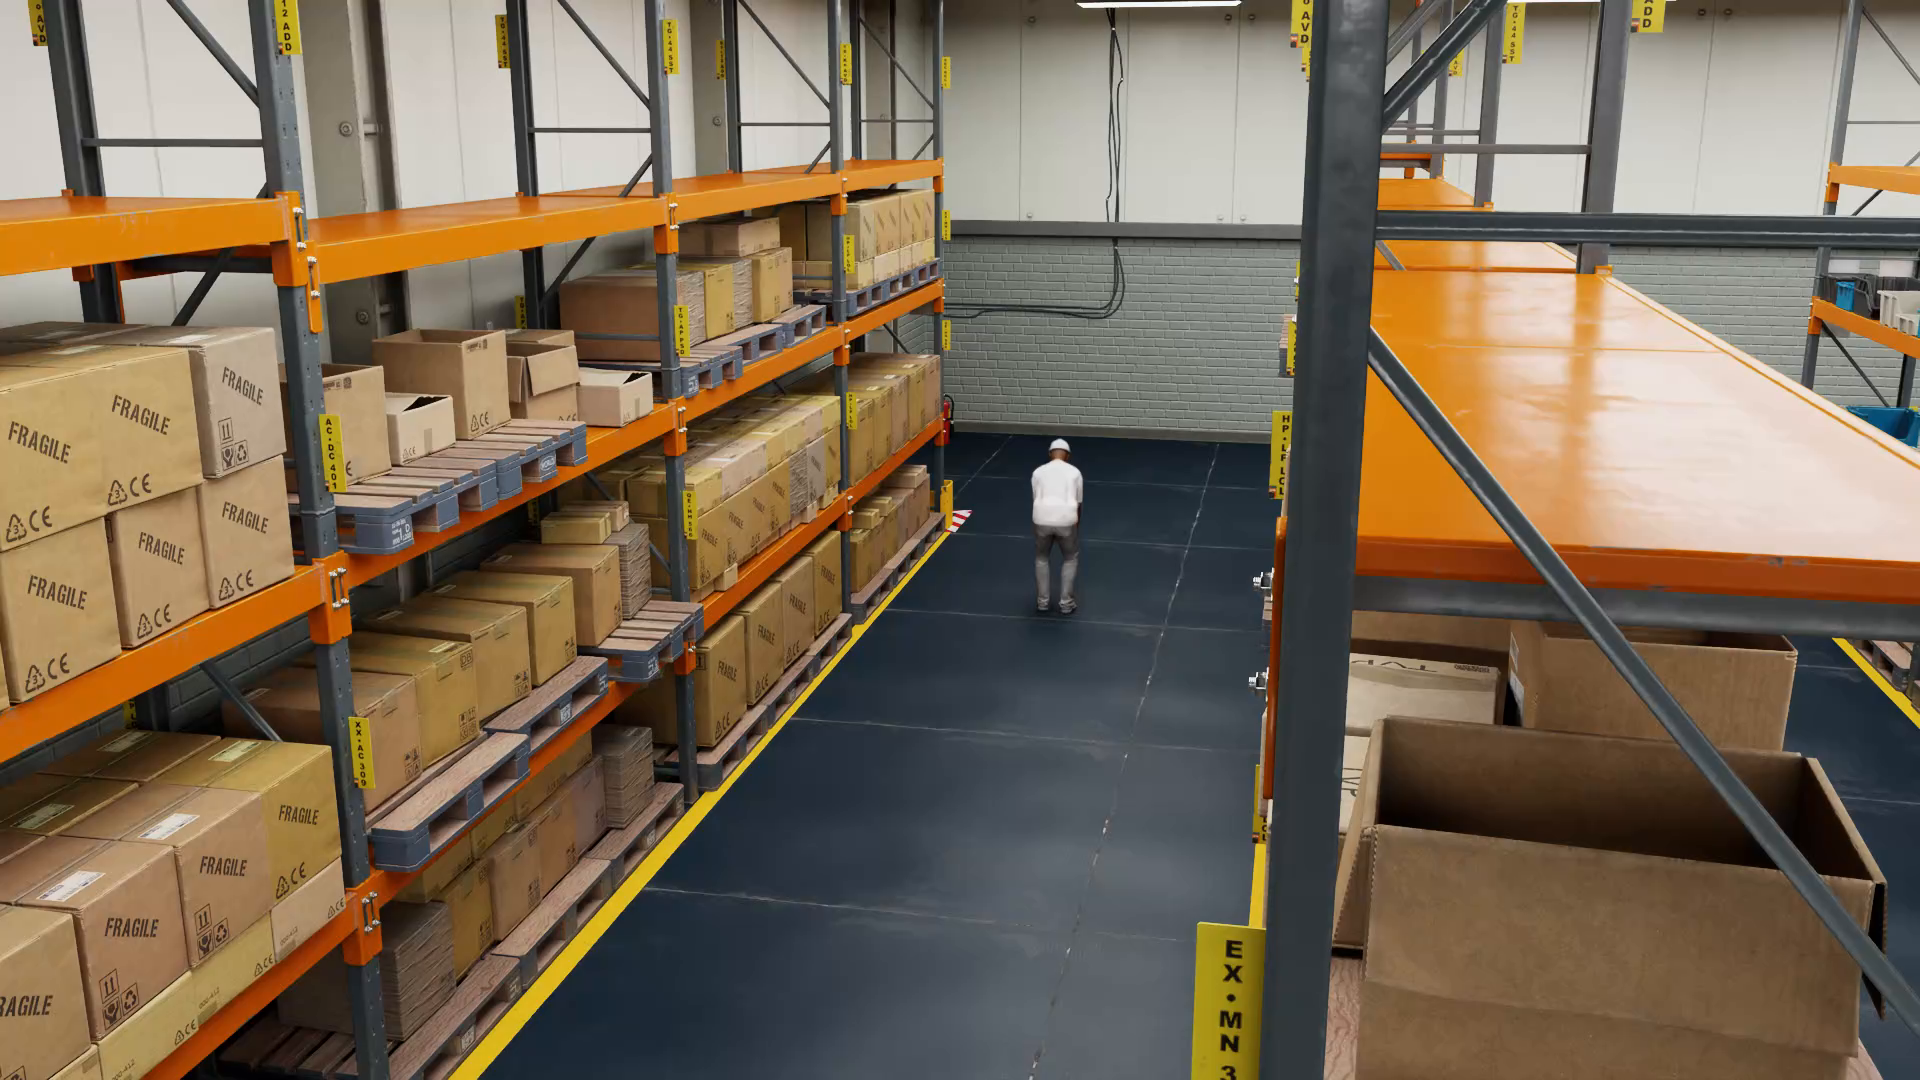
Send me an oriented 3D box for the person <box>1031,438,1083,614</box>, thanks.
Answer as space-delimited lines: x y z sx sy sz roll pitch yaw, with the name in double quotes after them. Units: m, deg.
0.916 -0.145 15.870 0.489 1.588 0.763 3 15 10 "person"
